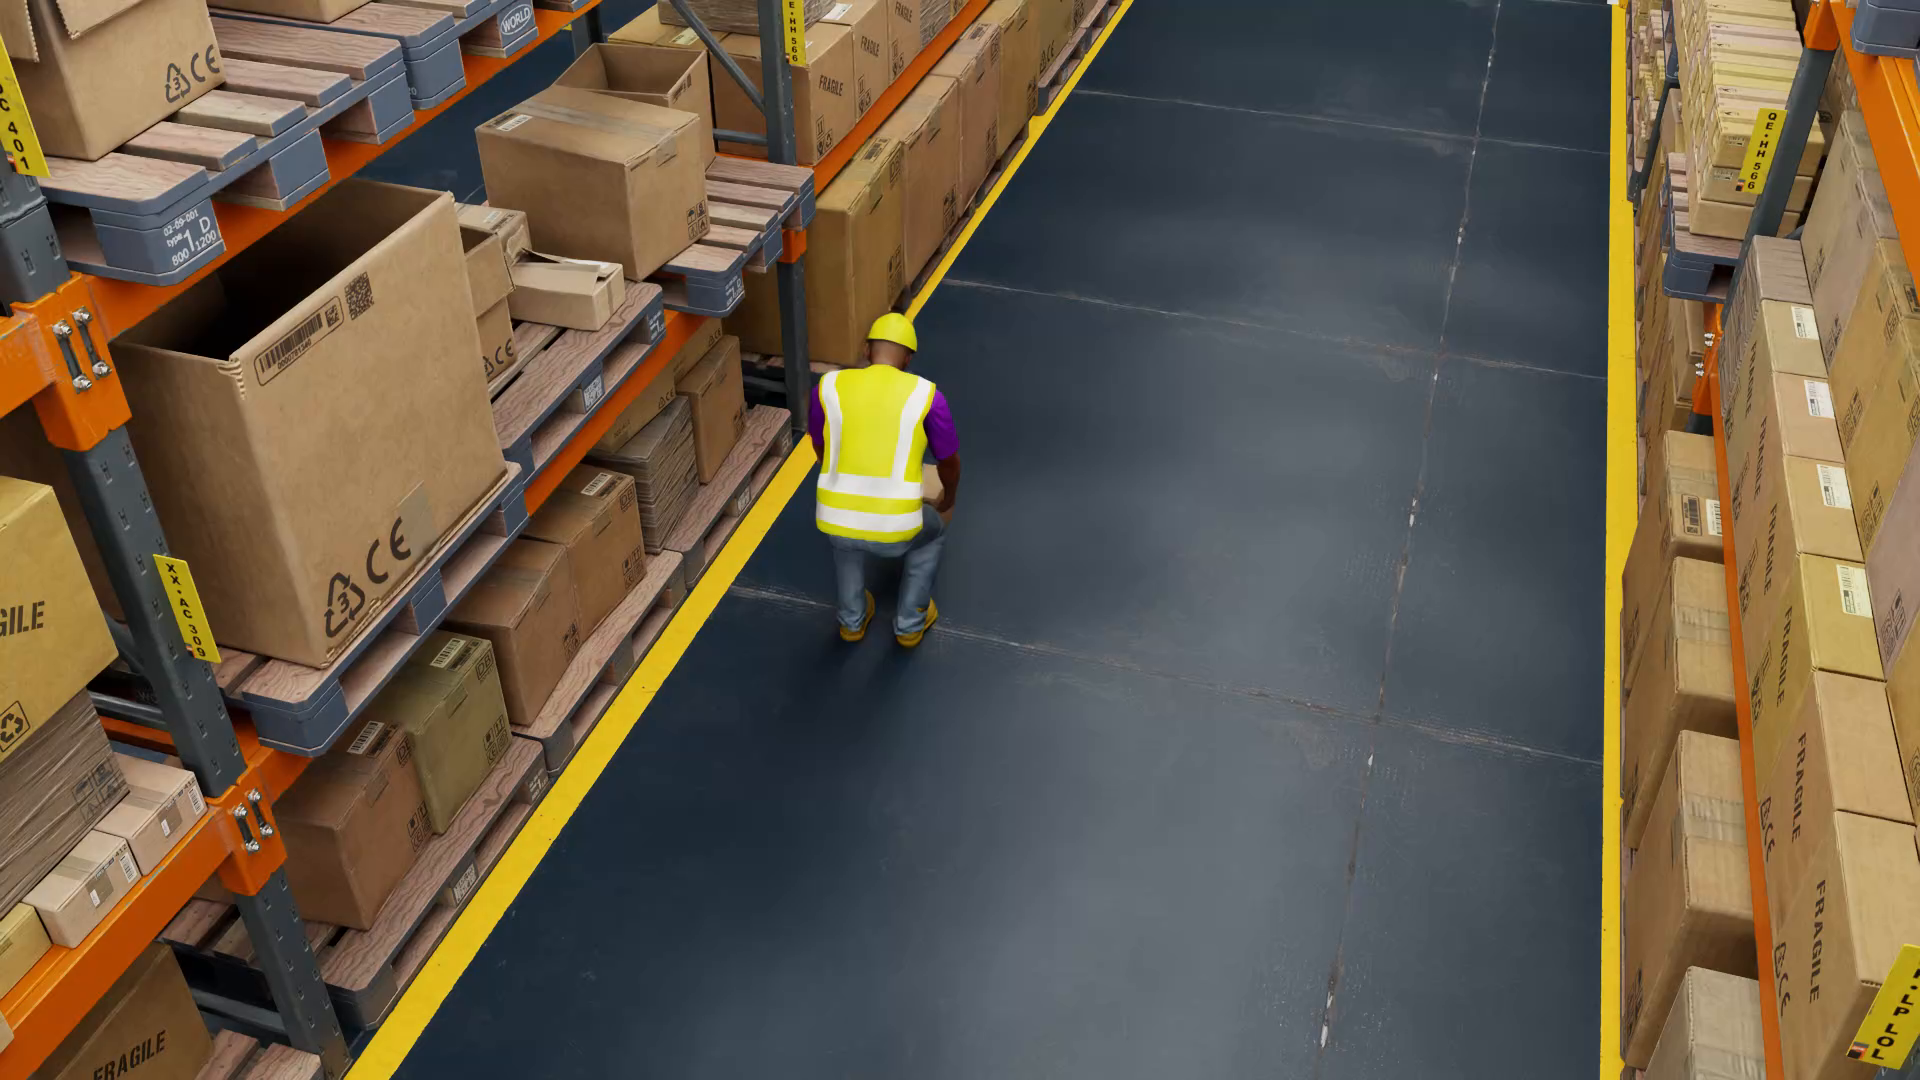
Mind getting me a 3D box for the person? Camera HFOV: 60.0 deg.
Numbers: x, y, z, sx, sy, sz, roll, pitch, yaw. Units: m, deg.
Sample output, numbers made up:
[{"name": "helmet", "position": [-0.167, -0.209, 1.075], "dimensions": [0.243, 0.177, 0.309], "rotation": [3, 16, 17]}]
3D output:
[{"name": "person", "position": [-0.339, -0.204, 6.778], "dimensions": [0.630, 1.317, 0.802], "rotation": [9, 38, 12]}]
